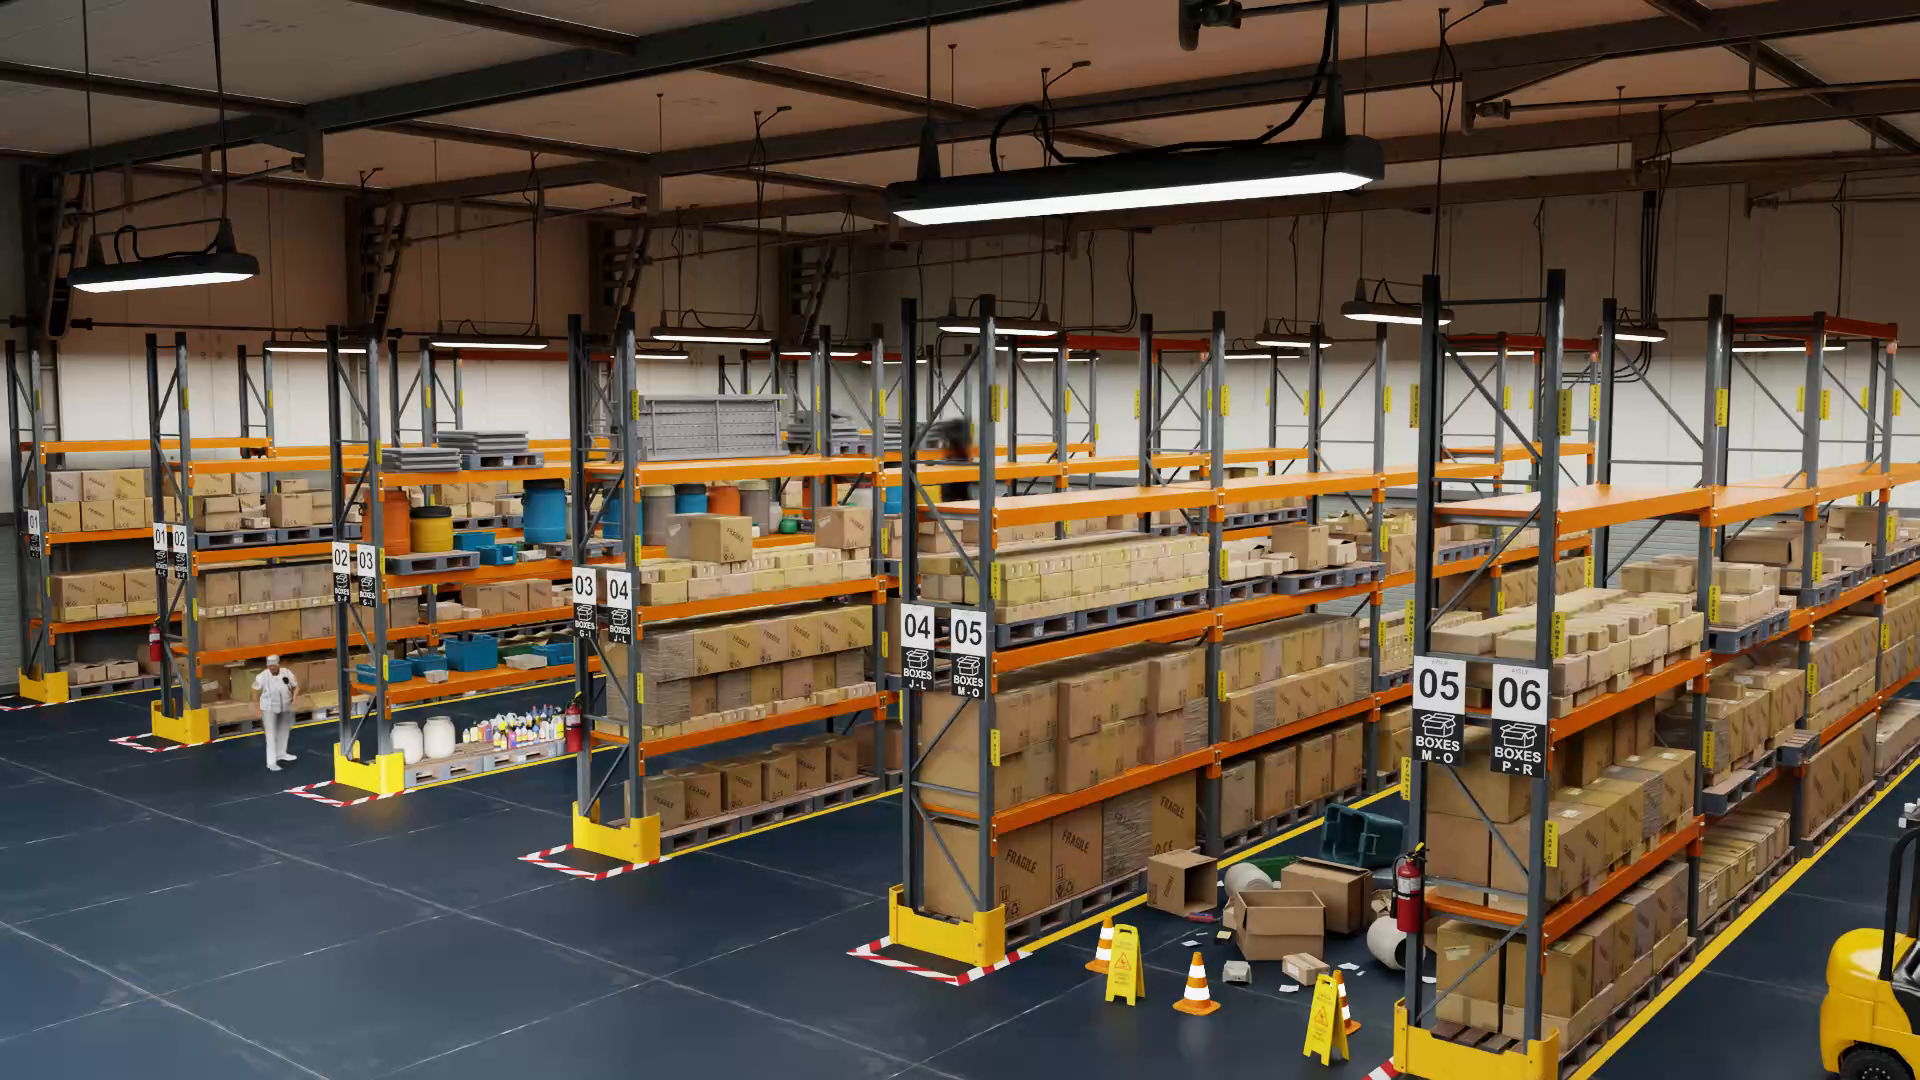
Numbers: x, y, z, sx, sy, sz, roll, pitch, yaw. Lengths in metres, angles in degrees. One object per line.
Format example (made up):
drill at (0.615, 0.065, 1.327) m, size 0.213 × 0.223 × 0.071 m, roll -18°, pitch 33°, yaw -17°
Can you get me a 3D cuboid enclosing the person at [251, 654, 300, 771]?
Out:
person at (-9.342, 2.330, 22.829) m, size 0.835 × 1.595 × 0.633 m, roll 5°, pitch 7°, yaw 42°
